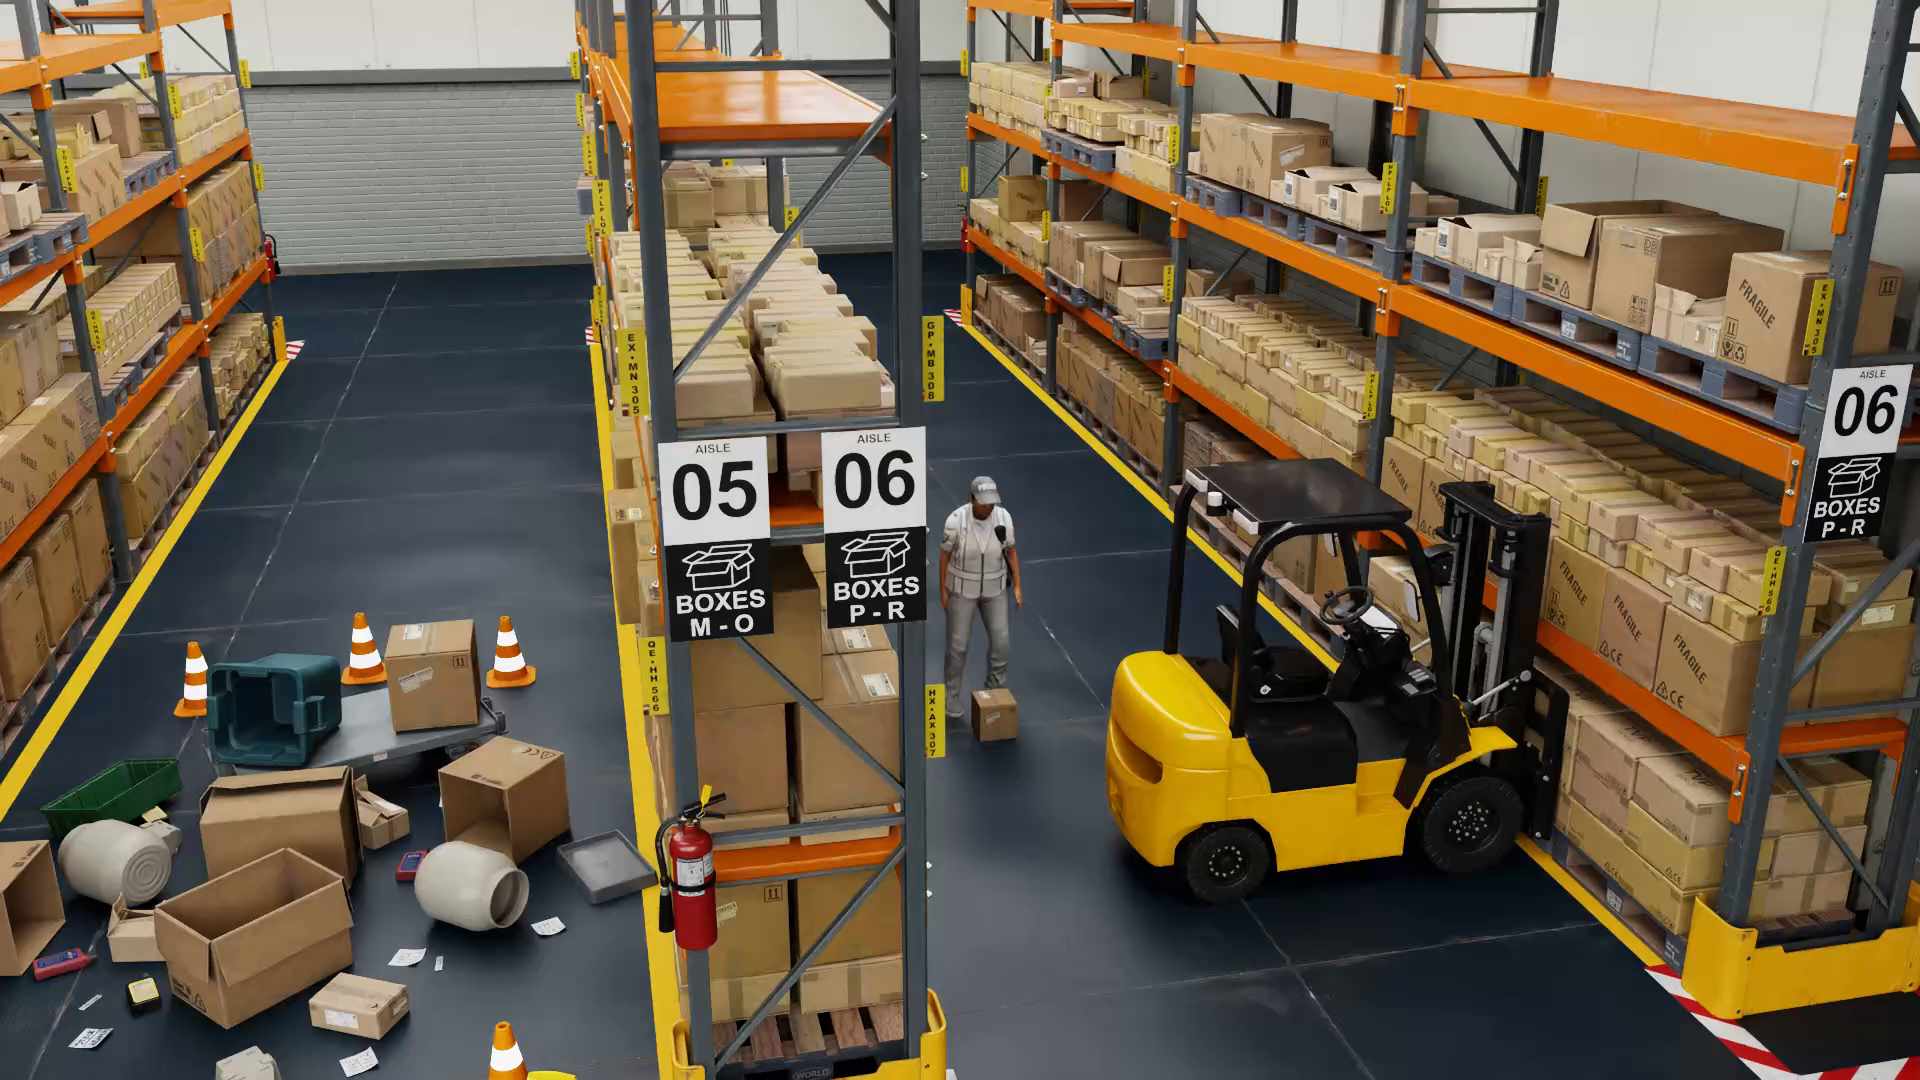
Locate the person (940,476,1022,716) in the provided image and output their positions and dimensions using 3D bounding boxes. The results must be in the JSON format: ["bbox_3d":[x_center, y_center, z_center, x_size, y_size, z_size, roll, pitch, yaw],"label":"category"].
[{"bbox_3d":[0.144,0.351,11.127,0.547,1.654,0.454,-4,20,-11],"label":"person"}]
